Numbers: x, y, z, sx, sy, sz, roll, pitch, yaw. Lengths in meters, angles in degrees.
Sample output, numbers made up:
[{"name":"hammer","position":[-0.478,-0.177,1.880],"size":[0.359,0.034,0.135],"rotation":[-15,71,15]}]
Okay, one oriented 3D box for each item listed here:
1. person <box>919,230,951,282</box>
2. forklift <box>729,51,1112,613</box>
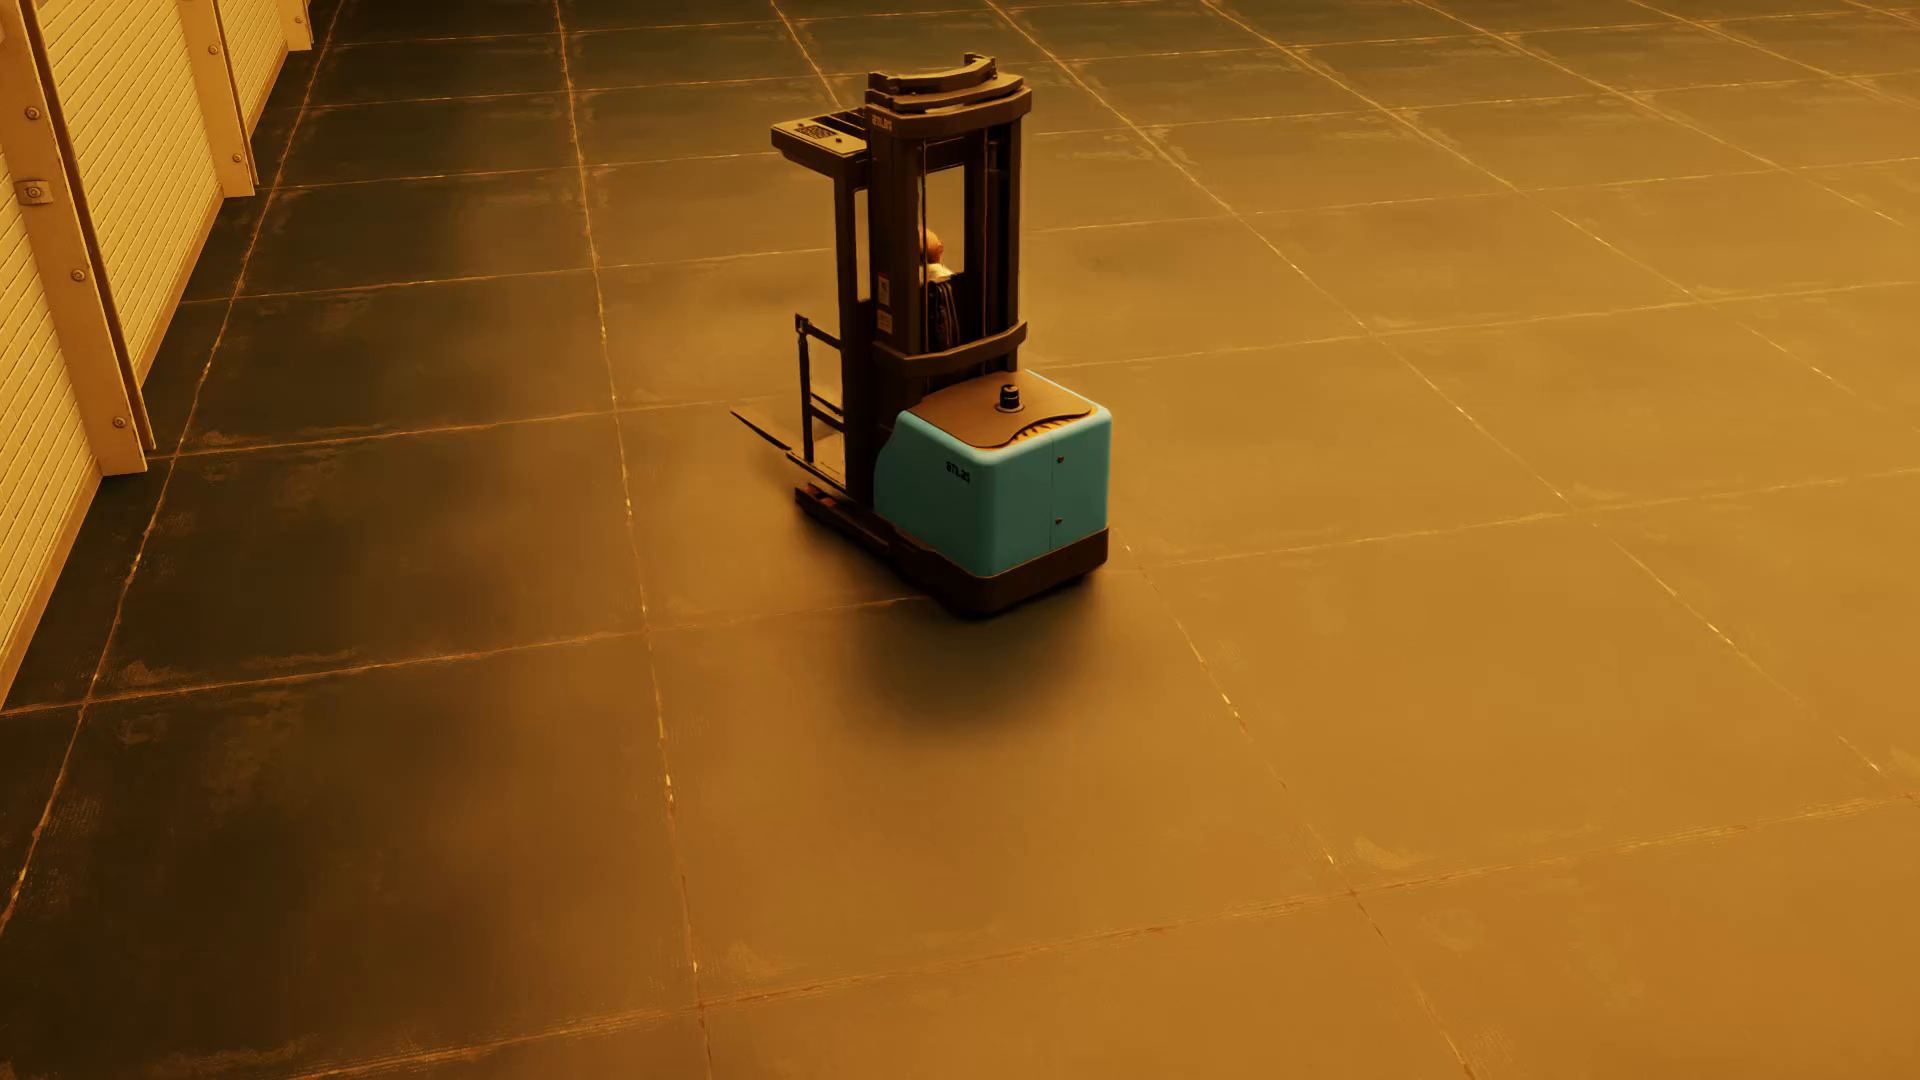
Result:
[{"name":"person","position":[-0.006,-1.203,10.792],"size":[0.798,1.671,0.922],"rotation":[18,34,28]},{"name":"forklift","position":[-0.415,-1.516,10.194],"size":[1.130,2.935,3.031],"rotation":[-22,37,-33]}]
